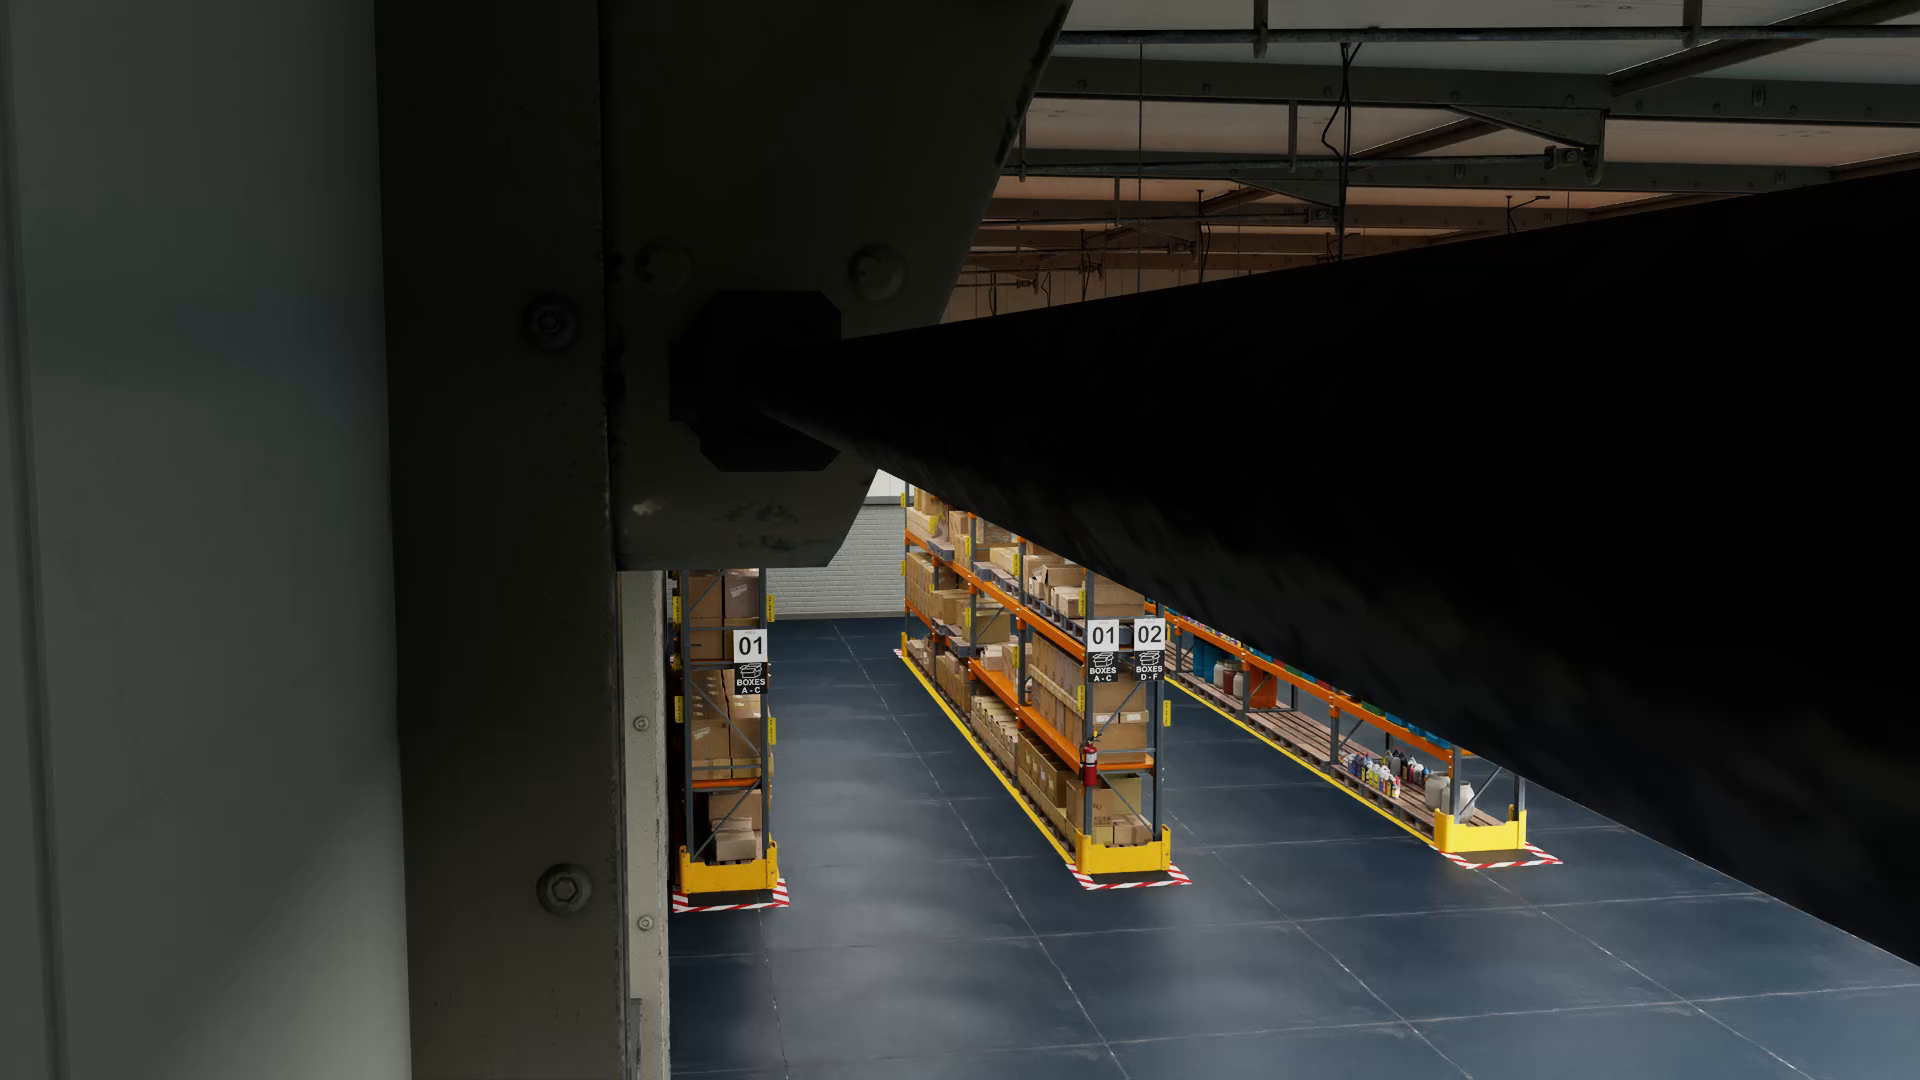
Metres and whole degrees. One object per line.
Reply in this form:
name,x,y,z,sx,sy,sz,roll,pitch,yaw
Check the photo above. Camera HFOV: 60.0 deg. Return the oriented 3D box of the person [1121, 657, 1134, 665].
person,3.093,2.106,30.059,0.541,1.581,0.794,-3,7,-25
